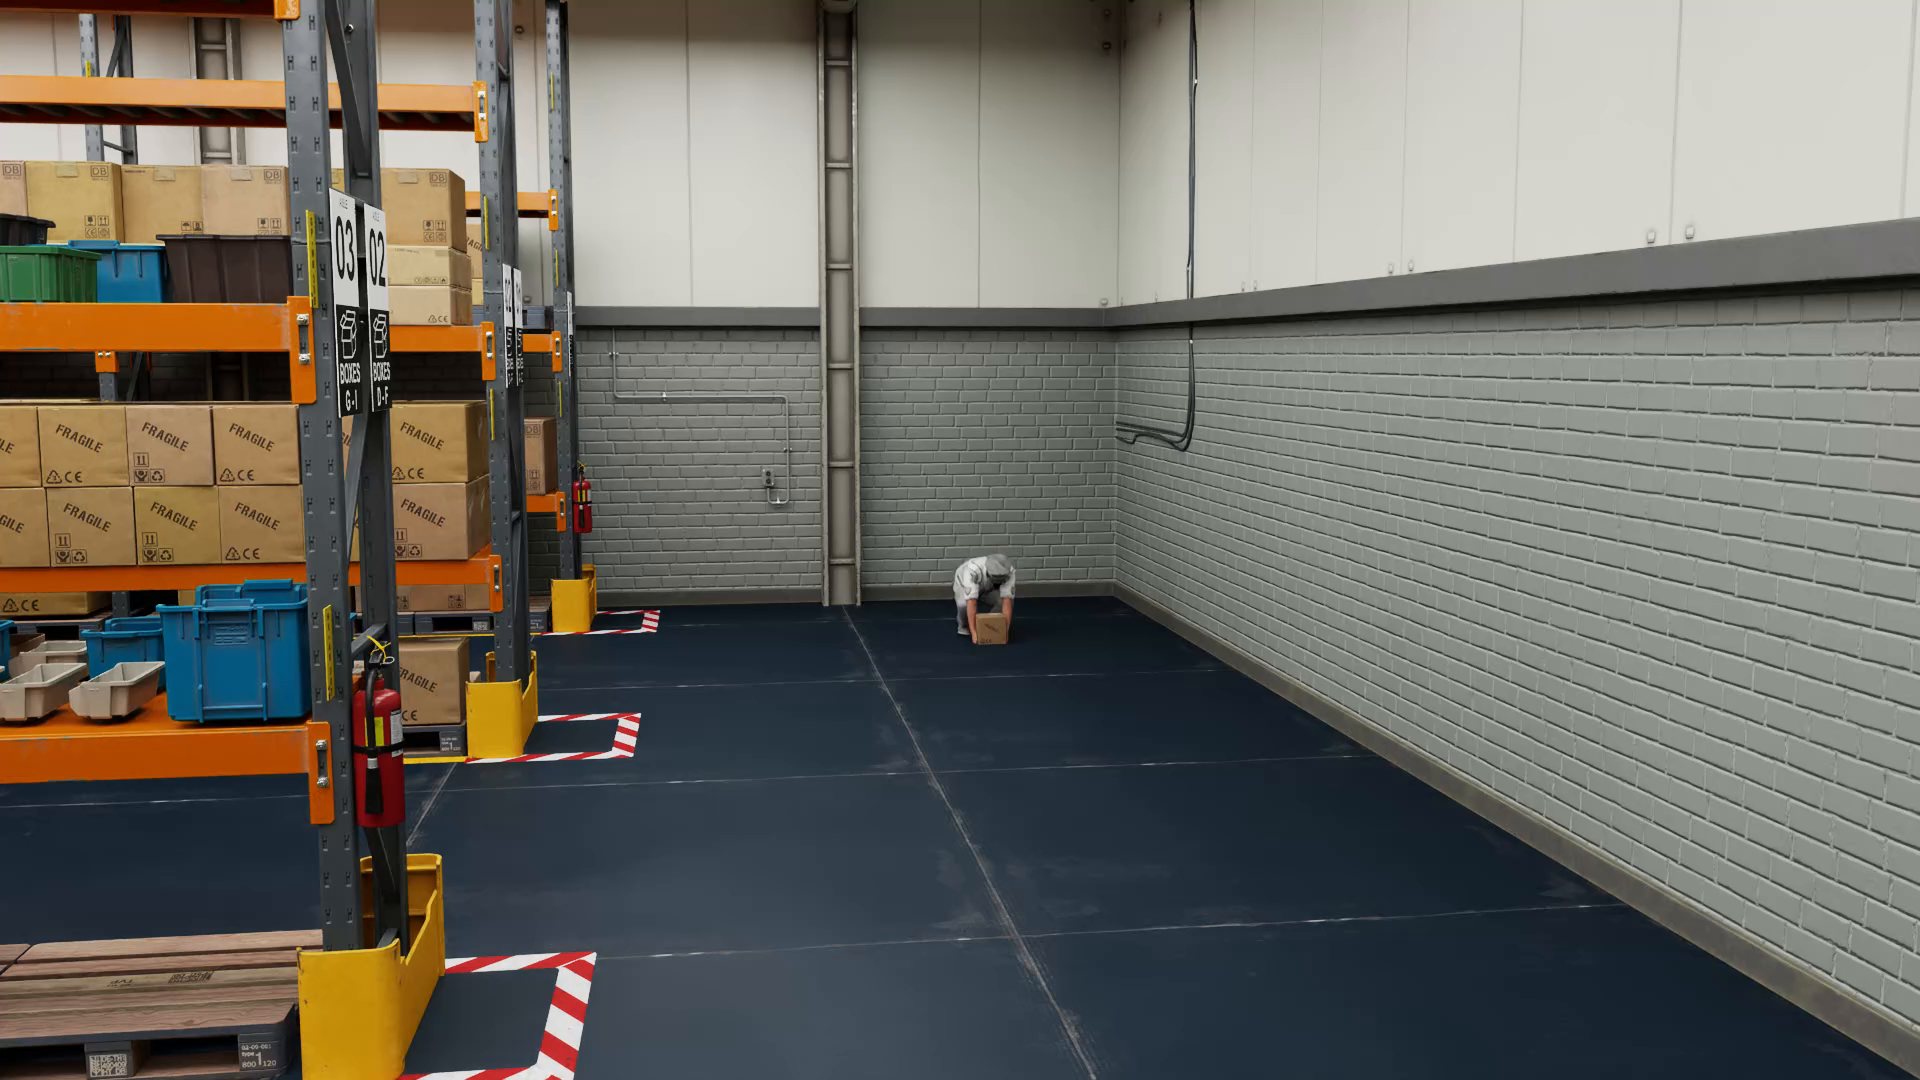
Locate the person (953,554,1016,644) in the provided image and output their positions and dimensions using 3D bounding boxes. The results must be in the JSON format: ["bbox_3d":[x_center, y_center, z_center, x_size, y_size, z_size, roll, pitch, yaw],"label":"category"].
[{"bbox_3d":[0.229,0.533,15.468,0.542,0.894,0.994,-1,7,-10],"label":"person"}]
